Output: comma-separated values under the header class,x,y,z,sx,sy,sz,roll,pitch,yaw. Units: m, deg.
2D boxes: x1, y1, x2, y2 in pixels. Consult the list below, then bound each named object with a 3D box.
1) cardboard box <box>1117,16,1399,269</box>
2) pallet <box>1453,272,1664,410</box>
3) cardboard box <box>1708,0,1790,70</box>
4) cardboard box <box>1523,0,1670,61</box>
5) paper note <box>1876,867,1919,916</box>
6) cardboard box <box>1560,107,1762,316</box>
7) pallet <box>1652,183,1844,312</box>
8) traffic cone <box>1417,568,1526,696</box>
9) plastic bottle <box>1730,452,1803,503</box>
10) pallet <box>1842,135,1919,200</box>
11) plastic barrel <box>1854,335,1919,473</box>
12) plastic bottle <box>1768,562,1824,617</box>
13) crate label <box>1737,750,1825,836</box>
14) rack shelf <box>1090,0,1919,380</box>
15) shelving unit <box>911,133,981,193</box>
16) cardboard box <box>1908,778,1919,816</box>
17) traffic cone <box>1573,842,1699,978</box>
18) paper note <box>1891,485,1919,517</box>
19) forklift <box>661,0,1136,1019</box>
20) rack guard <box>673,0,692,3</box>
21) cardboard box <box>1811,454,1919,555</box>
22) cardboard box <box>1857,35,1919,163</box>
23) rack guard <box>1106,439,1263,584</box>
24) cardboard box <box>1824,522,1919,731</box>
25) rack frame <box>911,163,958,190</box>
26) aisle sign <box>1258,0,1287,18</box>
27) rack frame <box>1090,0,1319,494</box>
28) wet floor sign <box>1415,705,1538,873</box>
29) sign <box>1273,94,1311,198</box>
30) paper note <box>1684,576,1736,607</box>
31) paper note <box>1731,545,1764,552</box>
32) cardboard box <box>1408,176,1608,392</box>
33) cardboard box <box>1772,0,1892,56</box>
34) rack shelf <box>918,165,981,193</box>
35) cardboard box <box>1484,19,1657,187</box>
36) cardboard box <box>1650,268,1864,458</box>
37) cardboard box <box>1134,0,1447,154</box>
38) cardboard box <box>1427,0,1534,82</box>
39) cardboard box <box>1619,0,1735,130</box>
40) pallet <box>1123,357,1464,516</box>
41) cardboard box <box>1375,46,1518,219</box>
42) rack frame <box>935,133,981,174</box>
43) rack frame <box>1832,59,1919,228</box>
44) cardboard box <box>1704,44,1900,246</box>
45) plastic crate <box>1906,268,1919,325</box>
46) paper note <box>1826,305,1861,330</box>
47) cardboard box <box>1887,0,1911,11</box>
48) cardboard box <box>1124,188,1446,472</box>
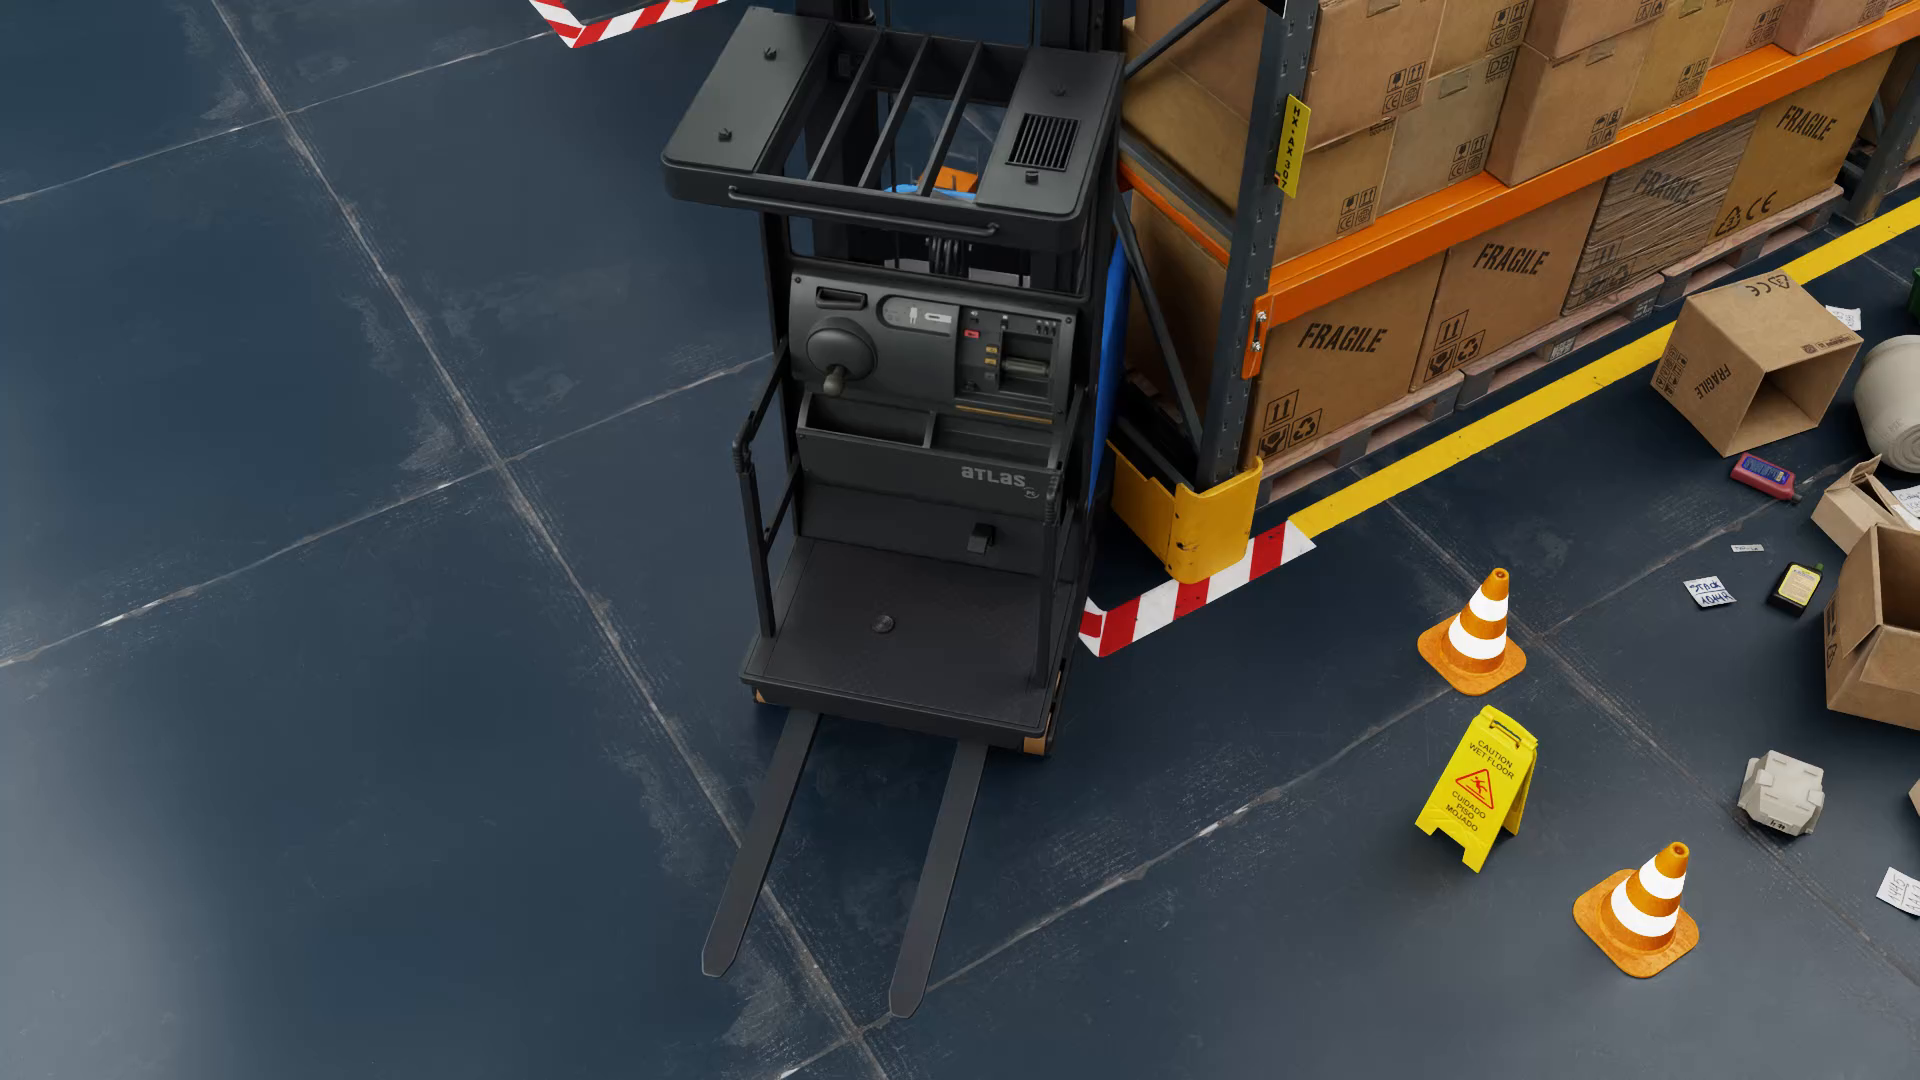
class,x,y,z,sx,sy,sz,roll,pitch,yaw
cardboard box,1.022,-1.478,5.902,0.550,0.550,0.875,-25,53,-21
pallet,2.398,-1.175,7.601,1.213,0.211,1.003,-25,53,-21
cardboard box,2.837,-2.366,6.694,0.550,0.550,0.875,-25,53,-21
cardboard box,2.029,-2.199,5.821,0.550,0.550,0.875,-25,53,-21
paper note,3.197,1.188,5.617,0.148,0.019,0.142,30,55,24
cardboard box,2.786,-1.710,7.351,0.875,0.875,0.875,-25,53,-21
pallet,3.431,-1.664,8.036,1.213,0.211,1.003,-25,53,-21
traffic cone,1.940,0.278,6.138,0.334,0.463,0.336,-25,53,-21
plastic bottle,3.352,-0.252,6.879,0.283,0.061,0.133,30,55,24
pallet,4.728,-2.273,8.578,1.213,0.211,1.003,-25,53,-21
plastic barrel,3.975,-0.568,6.917,0.421,0.421,0.512,6,49,5
plastic bottle,3.277,0.171,6.502,0.133,0.061,0.283,30,55,24
crate label,2.887,0.883,5.818,0.250,0.136,0.298,21,52,18
rack shelf,2.424,-1.809,6.780,4.000,0.370,1.077,-25,53,-21
shelving unit,-0.064,-1.183,7.039,0.215,1.050,0.252,18,48,15
cardboard box,3.489,0.985,5.718,0.250,0.149,0.380,-2,48,-1
traffic cone,2.255,1.127,5.382,0.334,0.463,0.336,-25,53,-21
paper note,3.944,-0.158,6.821,0.155,0.023,0.172,-9,49,-8
forklift,-0.141,-0.518,5.194,1.130,2.935,3.031,10,49,9
rack guard,-1.764,-3.623,9.587,0.348,0.500,1.175,-25,53,-21
cardboard box,3.645,-0.088,6.596,0.258,0.266,0.396,-17,51,-15
cardboard box,4.593,-2.541,8.175,0.750,0.750,1.050,-25,53,-21
rack guard,0.712,-0.411,6.726,0.348,0.500,1.175,-25,53,-21
cardboard box,3.594,0.366,6.032,0.797,0.503,0.637,13,50,12
rack frame,-0.112,-1.103,6.961,0.200,1.050,0.008,18,48,15
aisle sign,0.833,-1.898,4.636,0.004,0.787,0.394,-25,53,-21
rack frame,0.733,-1.251,5.801,0.127,3.000,1.000,-25,53,-21
wet floor sign,1.765,0.794,5.556,0.232,0.644,0.267,-34,57,-27
sign,1.024,-1.213,5.134,0.005,0.325,0.100,-25,53,-21
paper note,2.930,0.201,6.497,0.142,0.017,0.144,-9,49,-8
paper note,3.154,0.032,6.660,0.123,0.001,0.032,-2,48,-1
cardboard box,2.014,-1.348,7.029,0.875,0.875,0.875,-26,53,-21
cardboard box,3.357,-2.507,6.819,0.550,0.550,0.875,-25,53,-21
rack shelf,-0.059,-1.372,6.842,0.215,0.259,0.240,18,48,15
cardboard box,2.016,-1.855,6.238,0.550,0.550,0.875,-25,53,-21
cardboard box,3.350,-0.748,7.025,0.500,0.500,0.500,-17,51,-15
cardboard box,1.067,-1.784,5.452,0.550,0.550,0.875,-25,53,-21
cardboard box,1.483,-2.061,5.699,0.550,0.550,0.875,-25,53,-21
cardboard box,2.443,-2.092,6.449,0.500,0.550,0.875,-25,53,-21
pallet,1.367,-0.692,7.170,1.213,0.211,1.003,-25,53,-21
cardboard box,1.476,-1.711,6.110,0.550,0.550,0.875,-25,53,-21
rack frame,-0.017,-1.264,7.118,0.200,1.050,0.008,18,48,15
rack frame,4.116,-2.845,7.221,0.127,3.000,1.000,-25,53,-21
cardboard box,3.546,-2.072,7.673,0.875,0.875,0.875,-24,53,-20
plastic crate,4.668,-1.033,7.451,0.662,0.188,0.450,-2,38,-1
paper note,4.030,-1.018,7.581,0.147,0.020,0.142,13,50,12
cardboard box,3.810,-2.741,7.027,0.550,0.550,0.875,-25,53,-21
cardboard box,1.271,-0.996,6.716,0.875,0.875,0.875,-25,53,-21
